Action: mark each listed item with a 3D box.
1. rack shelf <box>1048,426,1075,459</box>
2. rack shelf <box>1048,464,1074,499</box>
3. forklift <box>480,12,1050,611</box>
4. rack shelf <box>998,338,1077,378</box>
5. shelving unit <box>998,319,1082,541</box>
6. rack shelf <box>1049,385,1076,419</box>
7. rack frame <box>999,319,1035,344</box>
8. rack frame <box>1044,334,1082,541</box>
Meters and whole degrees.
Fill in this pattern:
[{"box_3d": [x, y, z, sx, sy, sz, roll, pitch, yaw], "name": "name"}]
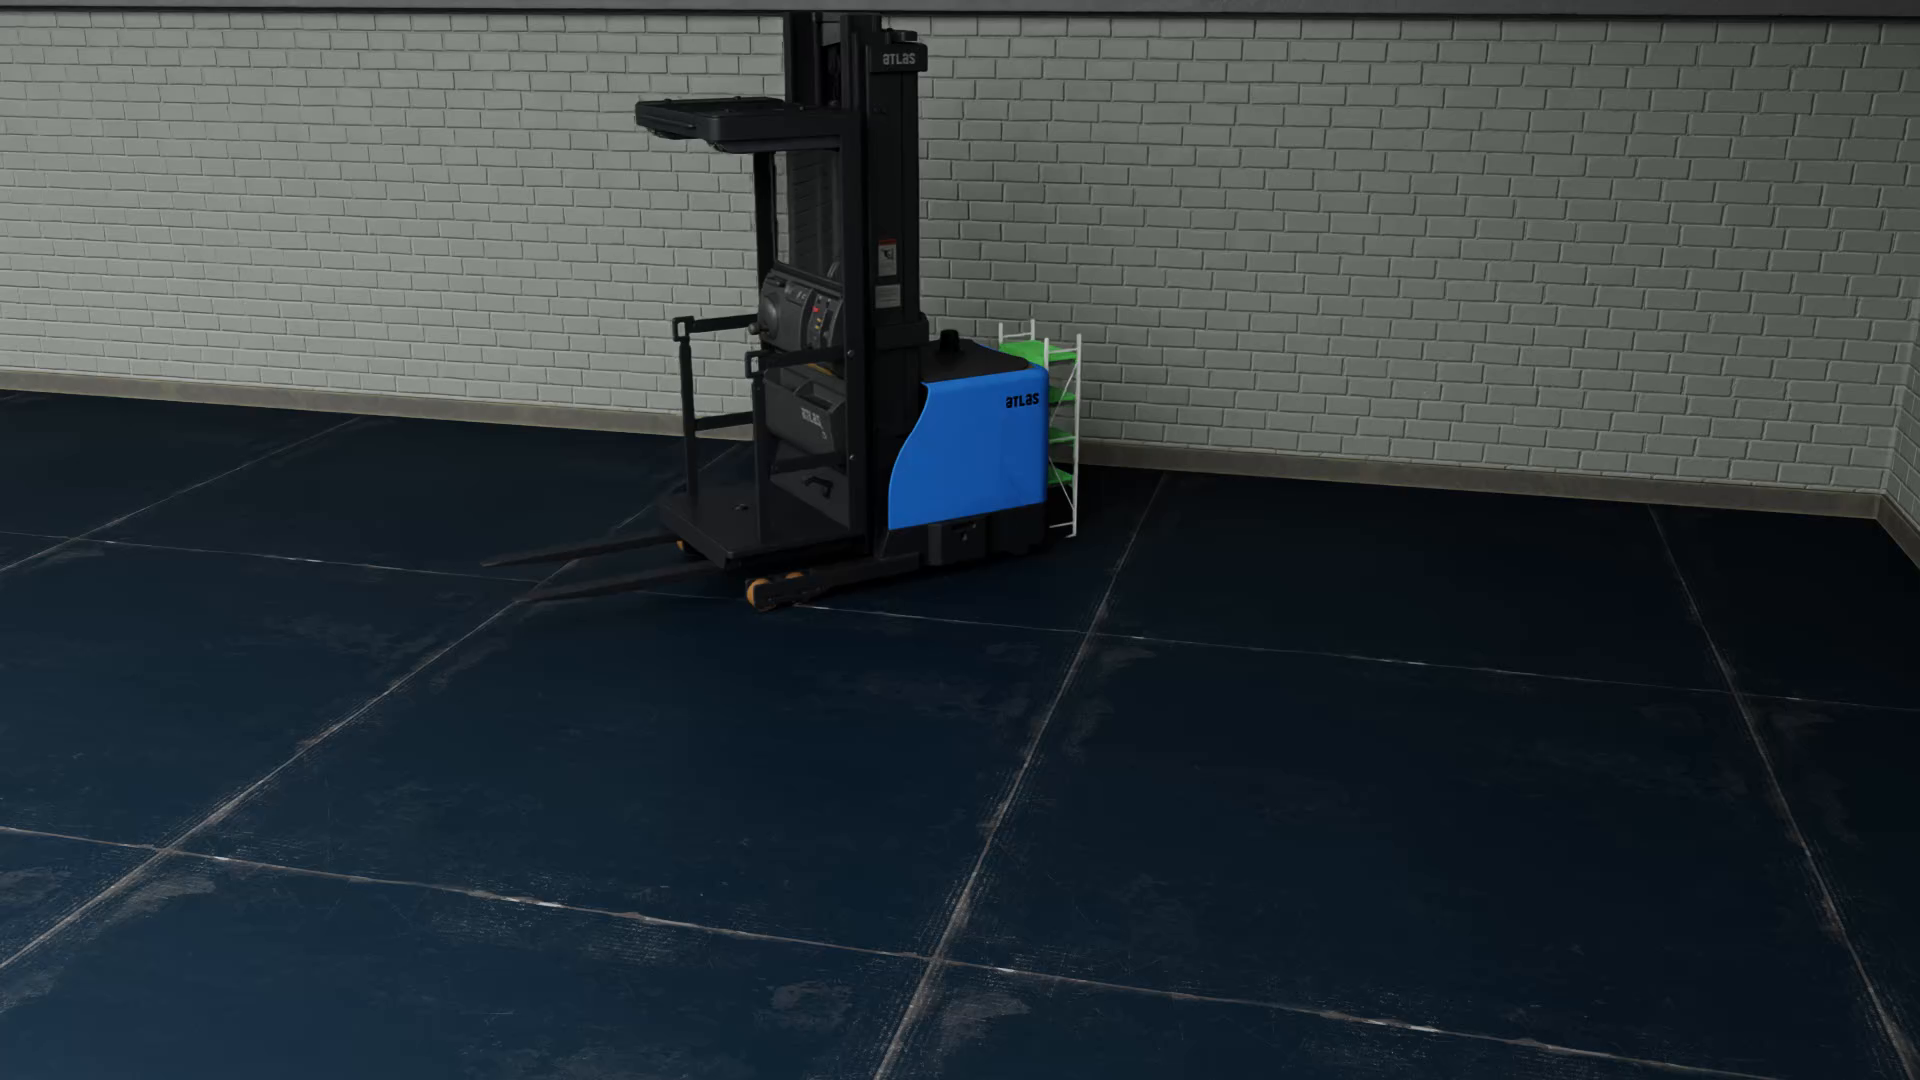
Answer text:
[{"box_3d": [0.454, -0.583, 9.733, 0.258, 0.148, 0.480, -10, 21, -29], "name": "rack shelf"}, {"box_3d": [0.453, -0.355, 9.810, 0.258, 0.148, 0.480, -10, 21, -29], "name": "rack shelf"}, {"box_3d": [-1.024, -1.214, 8.706, 3.031, 2.935, 1.130, -11, 22, -28], "name": "forklift"}, {"box_3d": [0.455, -1.037, 9.579, 0.258, 0.148, 0.480, -10, 21, -29], "name": "rack shelf"}, {"box_3d": [0.454, -0.643, 9.712, 0.258, 1.200, 0.503, -10, 21, -29], "name": "shelving unit"}, {"box_3d": [0.455, -0.810, 9.656, 0.258, 0.148, 0.480, -10, 21, -29], "name": "rack shelf"}, {"box_3d": [0.331, -0.711, 9.912, 0.240, 1.200, 0.015, -10, 21, -29], "name": "rack frame"}, {"box_3d": [0.577, -0.575, 9.513, 0.240, 1.200, 0.015, -10, 21, -29], "name": "rack frame"}]
